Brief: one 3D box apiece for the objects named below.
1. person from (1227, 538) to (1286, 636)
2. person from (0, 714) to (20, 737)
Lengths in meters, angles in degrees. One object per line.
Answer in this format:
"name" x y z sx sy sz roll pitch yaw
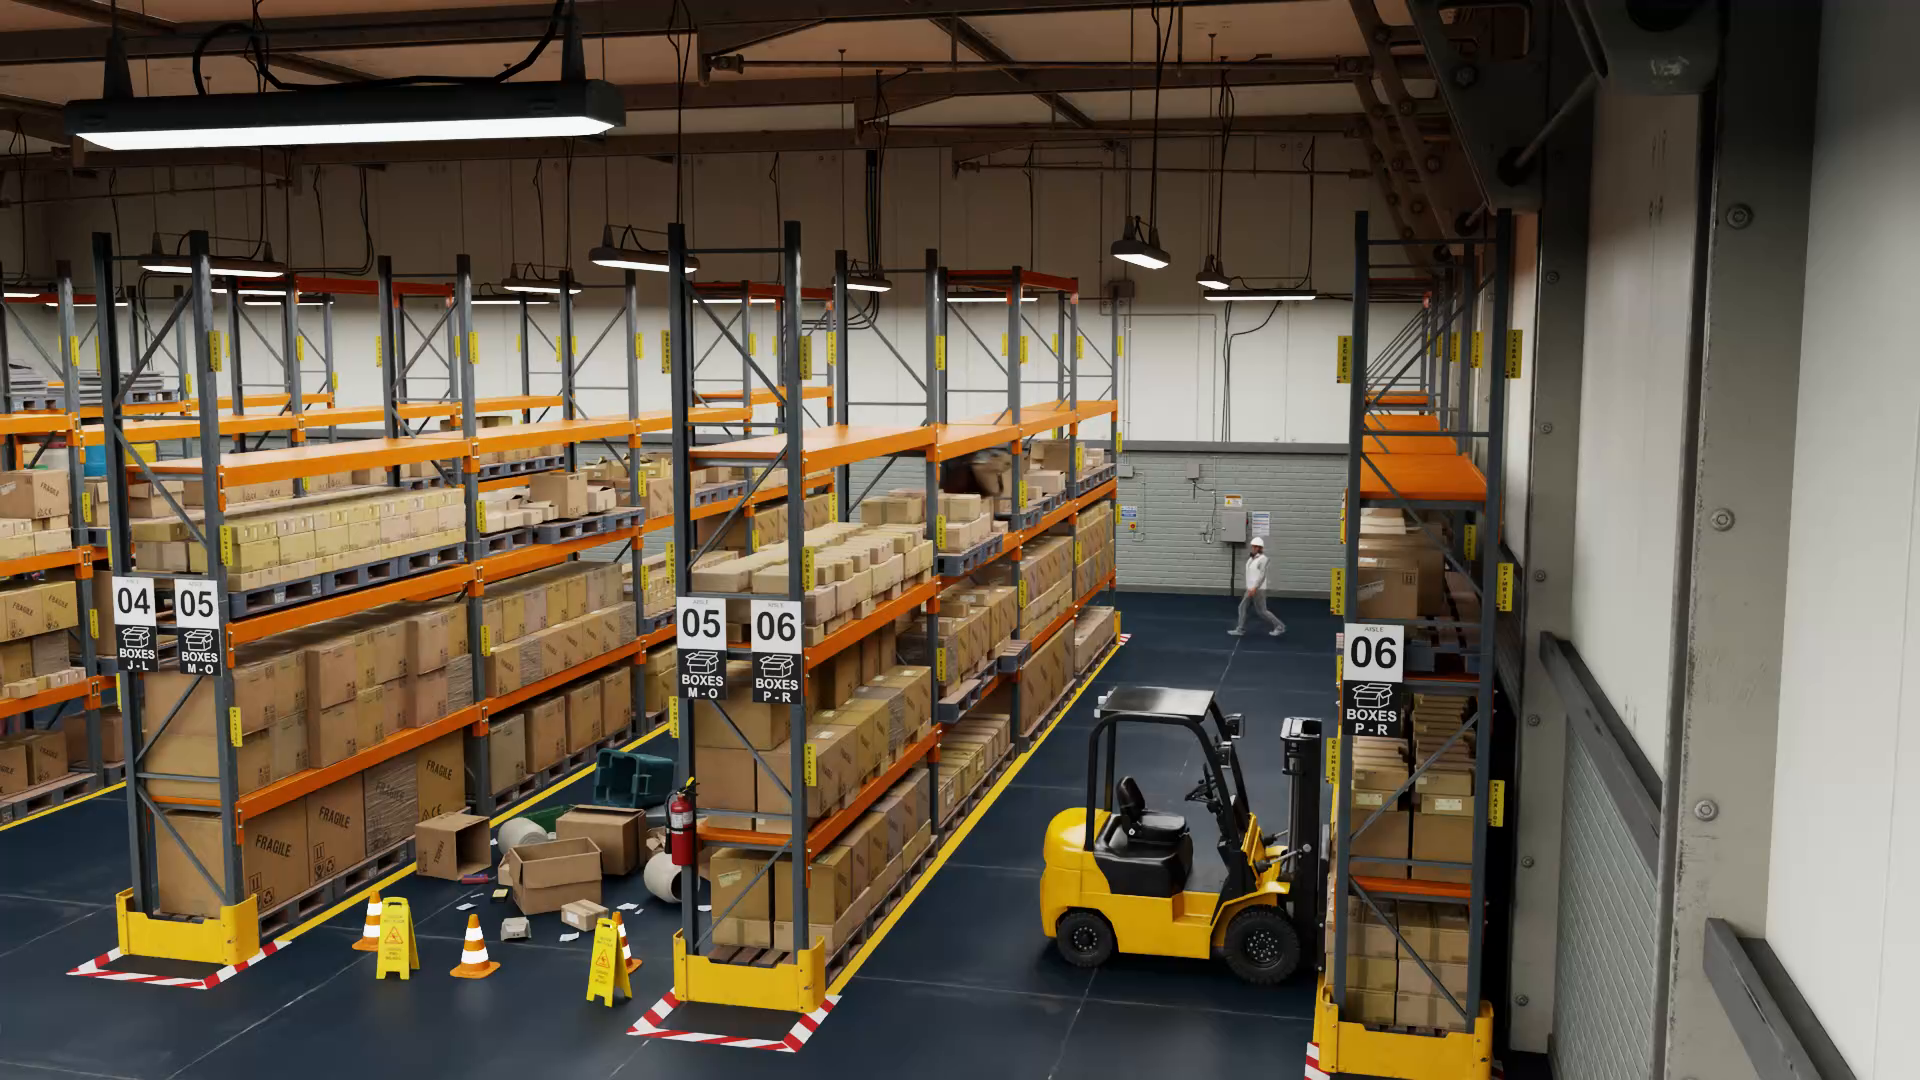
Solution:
"person" 5.117 0.822 28.639 1.006 1.733 0.597 1 7 10
"person" -11.583 1.896 20.180 0.523 1.704 0.485 -7 10 -43
